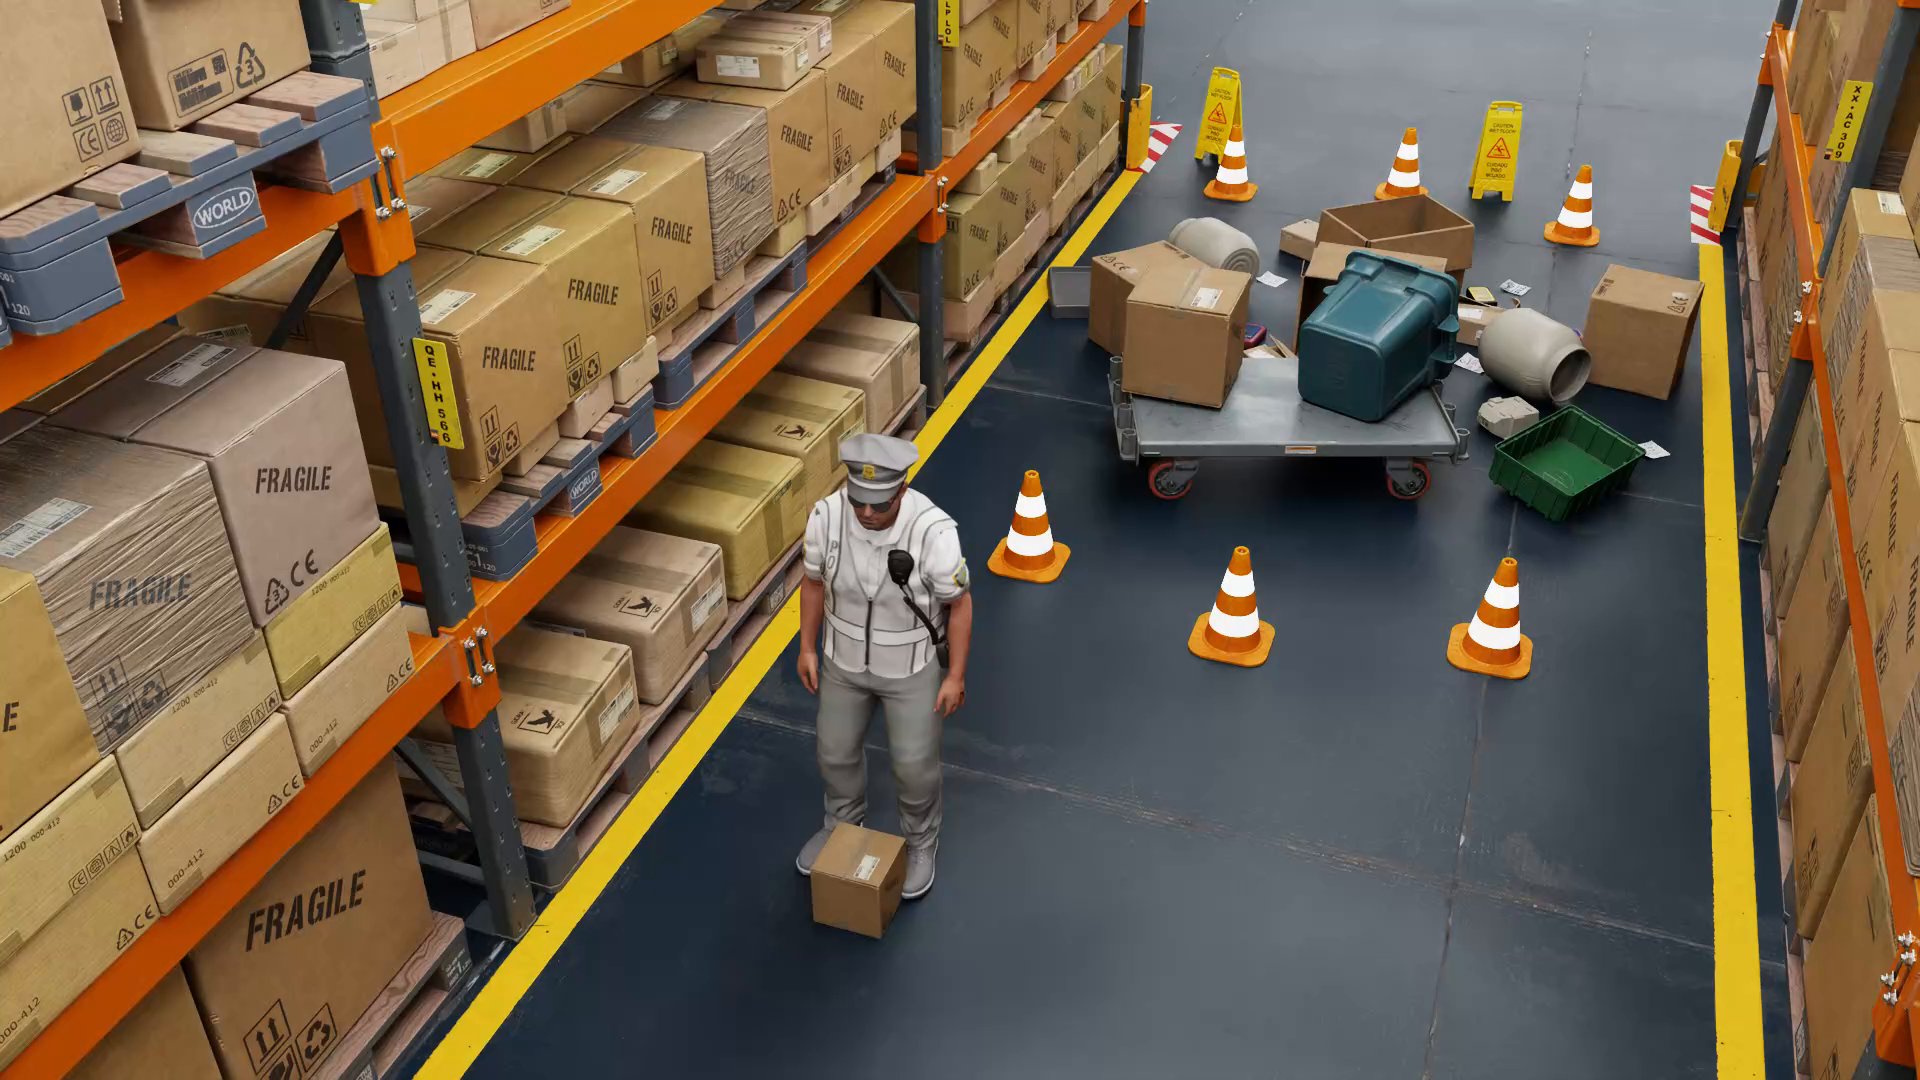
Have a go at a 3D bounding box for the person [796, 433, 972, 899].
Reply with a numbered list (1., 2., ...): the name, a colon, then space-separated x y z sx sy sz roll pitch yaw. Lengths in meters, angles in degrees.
1. person: -0.256 0.395 5.526 0.597 1.747 0.437 9 34 14
